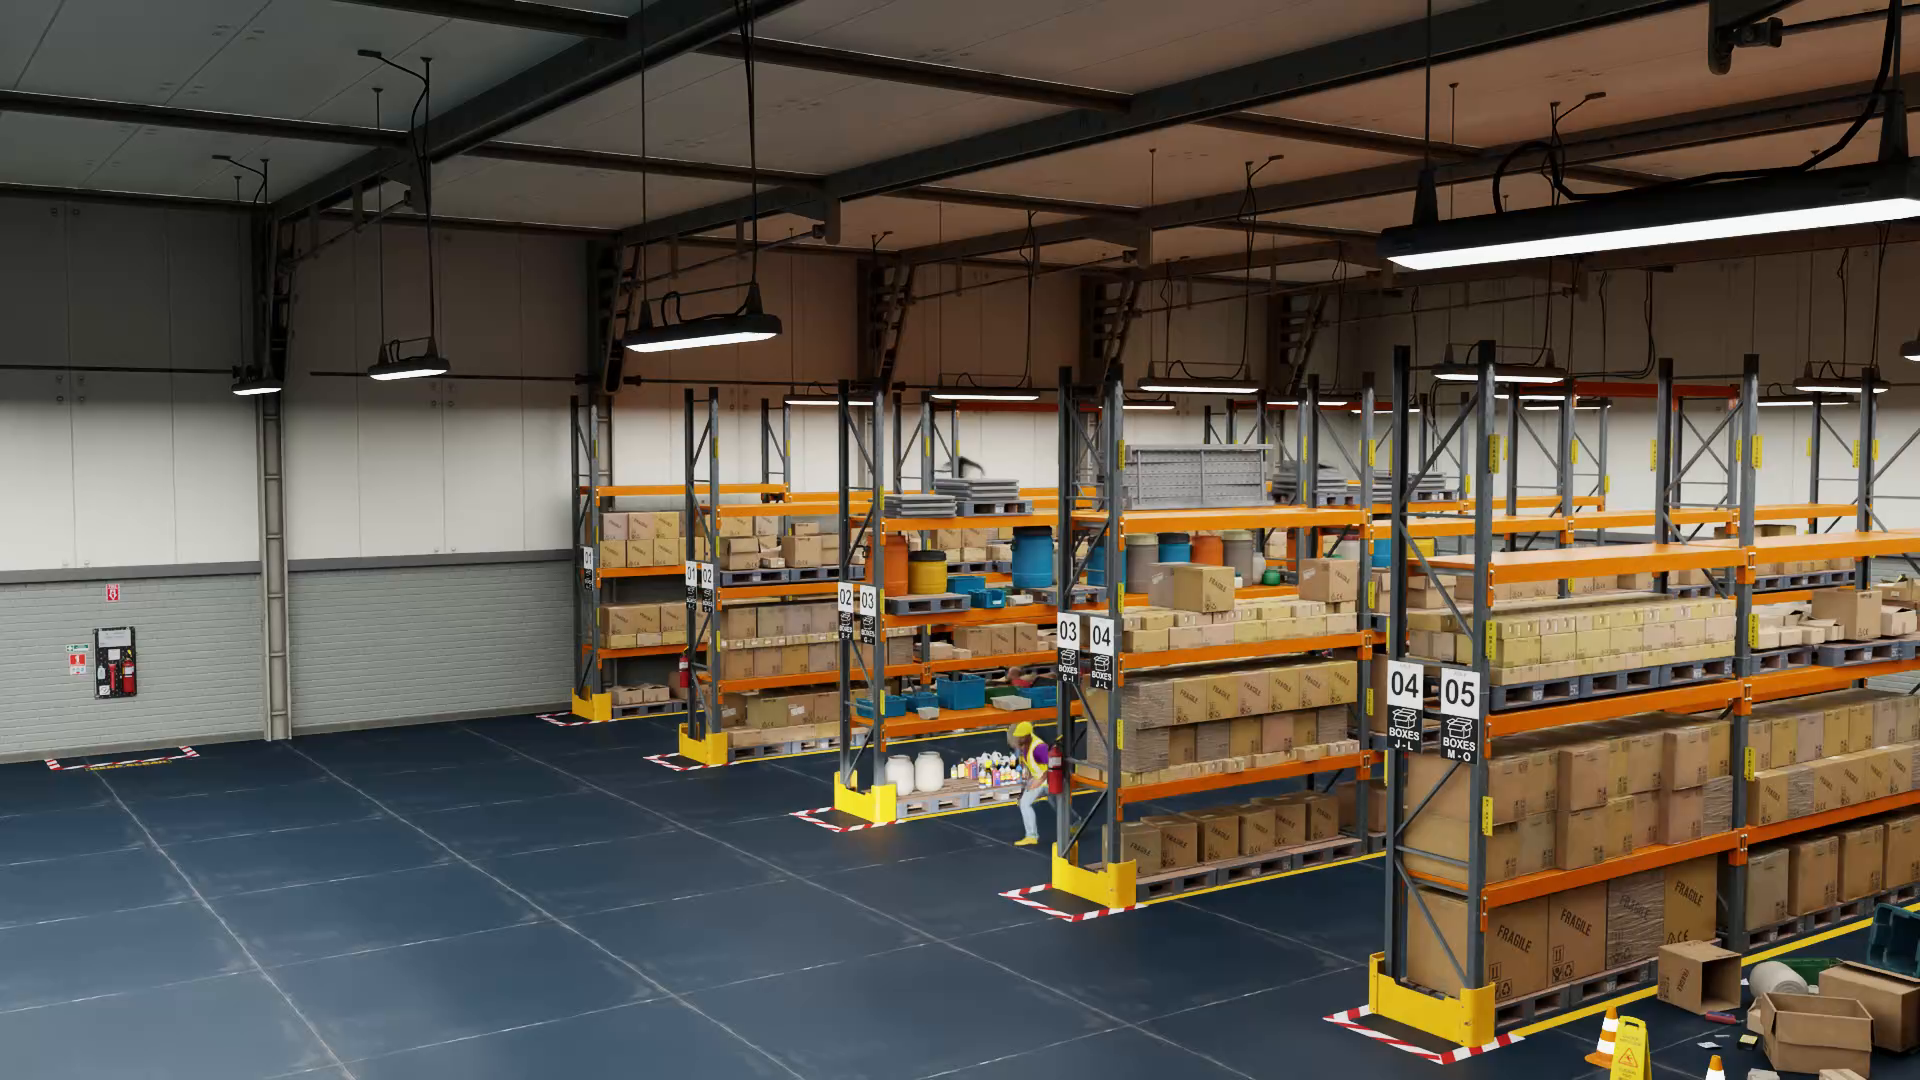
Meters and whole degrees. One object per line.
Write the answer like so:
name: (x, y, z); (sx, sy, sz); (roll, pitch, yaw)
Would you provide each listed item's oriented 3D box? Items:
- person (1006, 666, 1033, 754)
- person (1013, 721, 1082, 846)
person: (1.005, 2.802, 26.133); (0.641, 1.661, 0.779); (0, 3, 6)
person: (1.130, 3.068, 21.210); (1.113, 1.605, 0.720); (-2, 4, -31)
